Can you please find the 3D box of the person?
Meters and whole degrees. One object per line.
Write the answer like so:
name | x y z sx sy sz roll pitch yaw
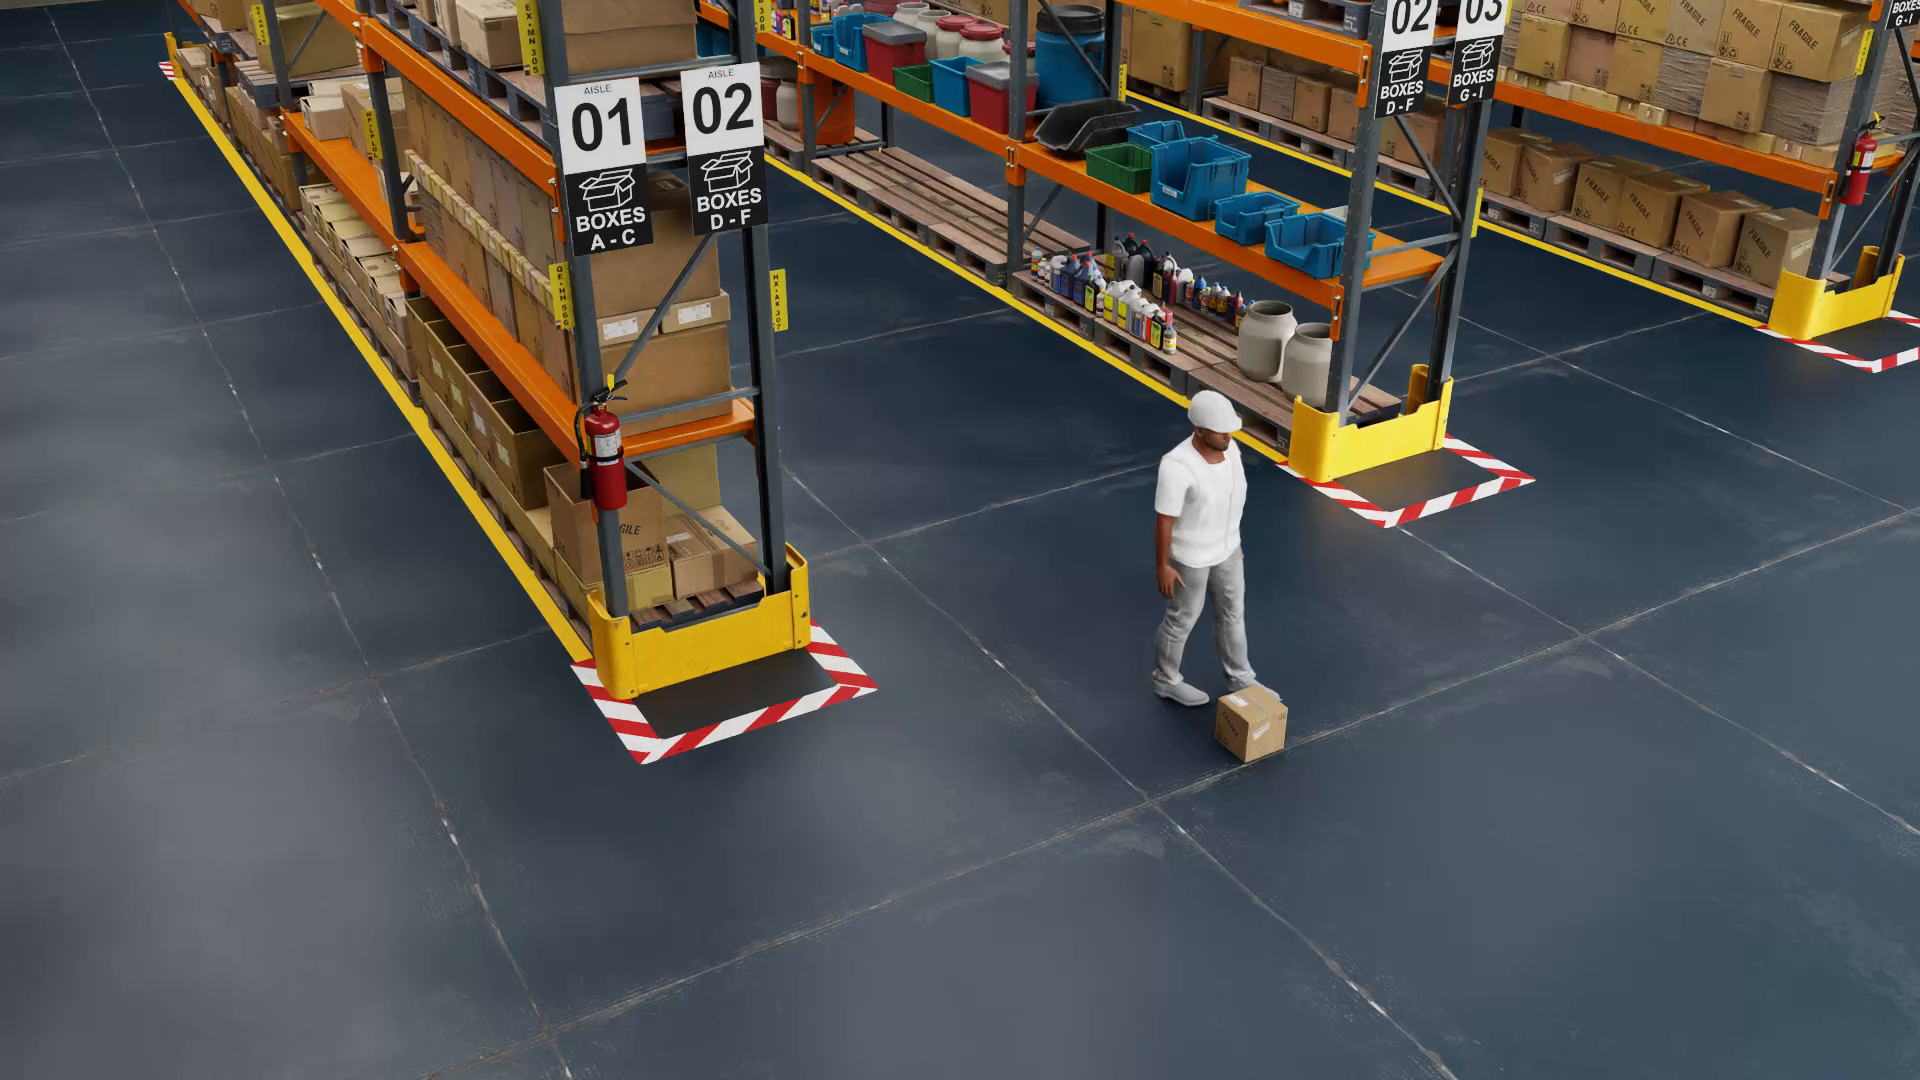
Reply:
person | 1.304 0.093 8.358 0.584 1.767 0.617 -25 38 -38
